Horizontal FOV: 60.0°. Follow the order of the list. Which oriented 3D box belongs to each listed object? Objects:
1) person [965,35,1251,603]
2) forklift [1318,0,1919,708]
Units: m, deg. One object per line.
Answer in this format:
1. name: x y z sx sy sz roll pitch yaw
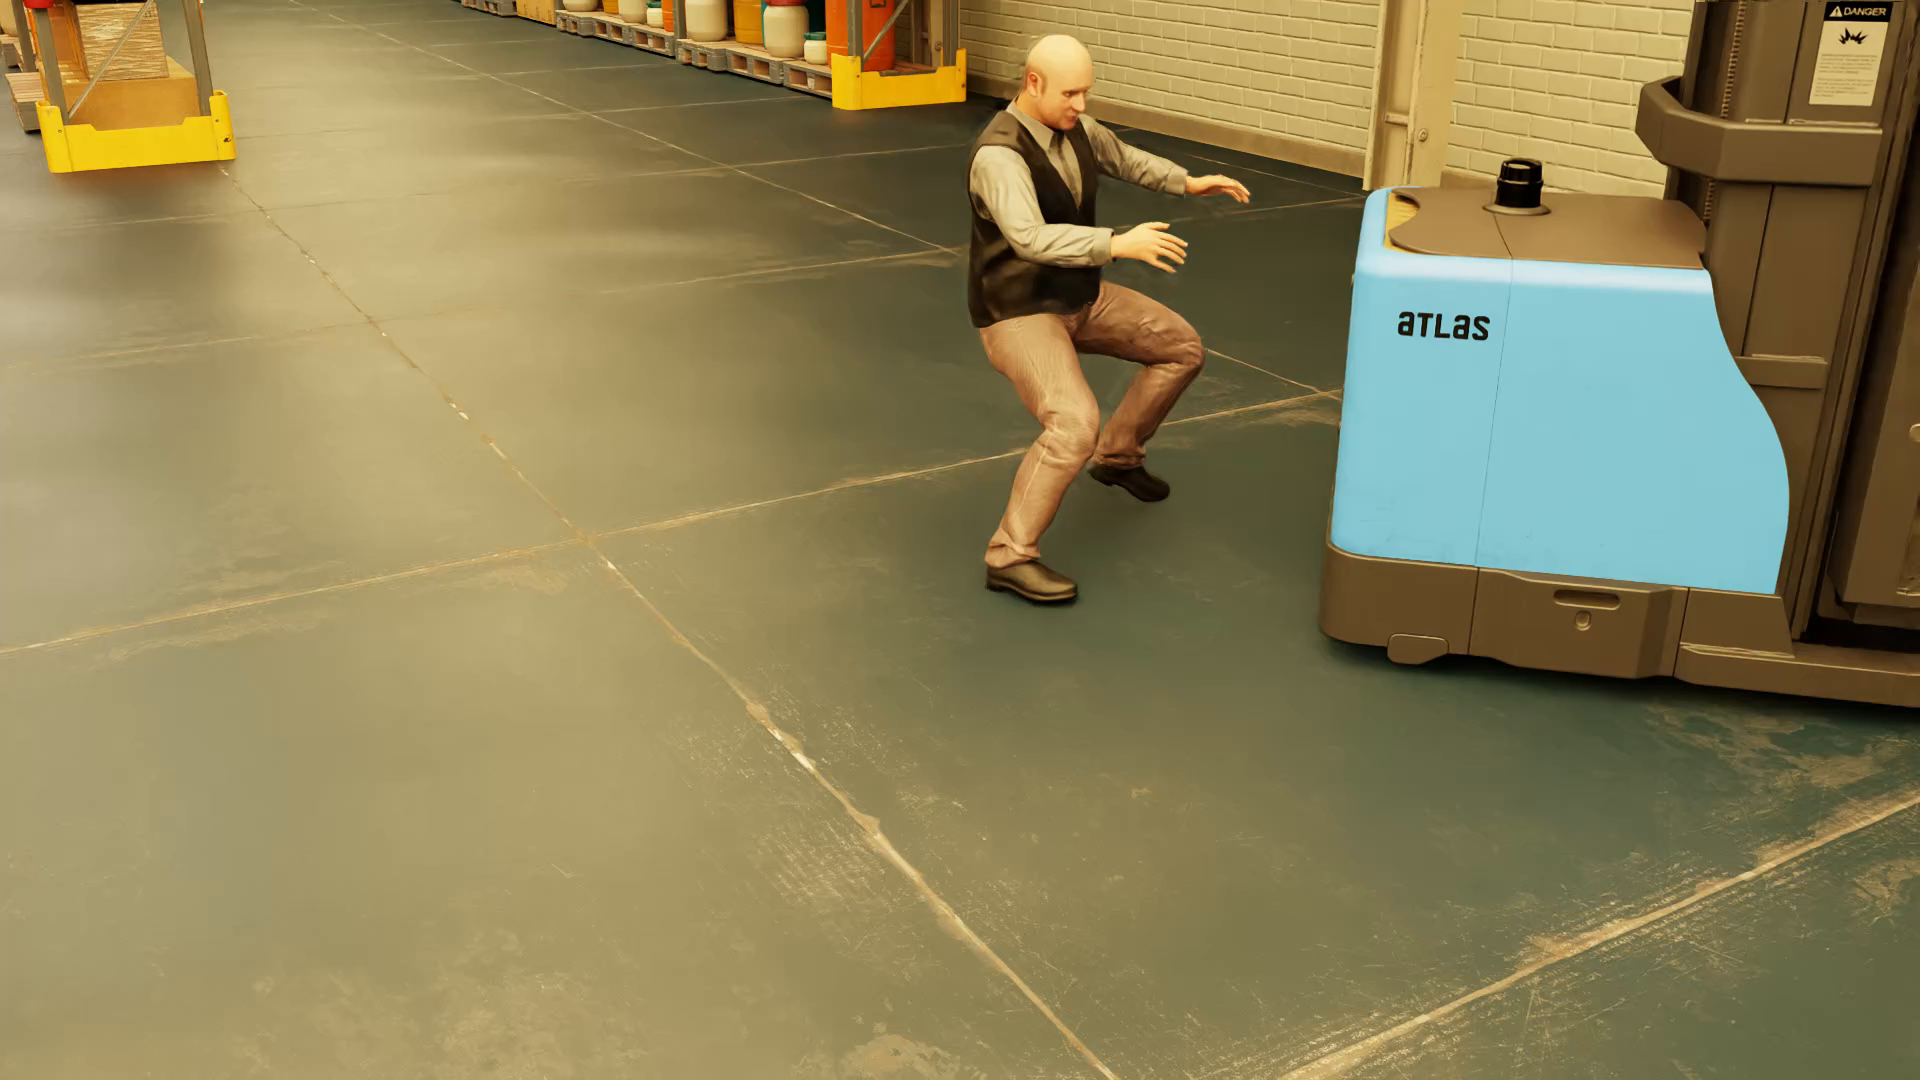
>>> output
1. person: 0.383 -0.692 4.847 0.771 1.503 0.988 15 27 33
2. forklift: 2.521 -1.081 3.909 3.031 2.935 1.130 6 23 13
